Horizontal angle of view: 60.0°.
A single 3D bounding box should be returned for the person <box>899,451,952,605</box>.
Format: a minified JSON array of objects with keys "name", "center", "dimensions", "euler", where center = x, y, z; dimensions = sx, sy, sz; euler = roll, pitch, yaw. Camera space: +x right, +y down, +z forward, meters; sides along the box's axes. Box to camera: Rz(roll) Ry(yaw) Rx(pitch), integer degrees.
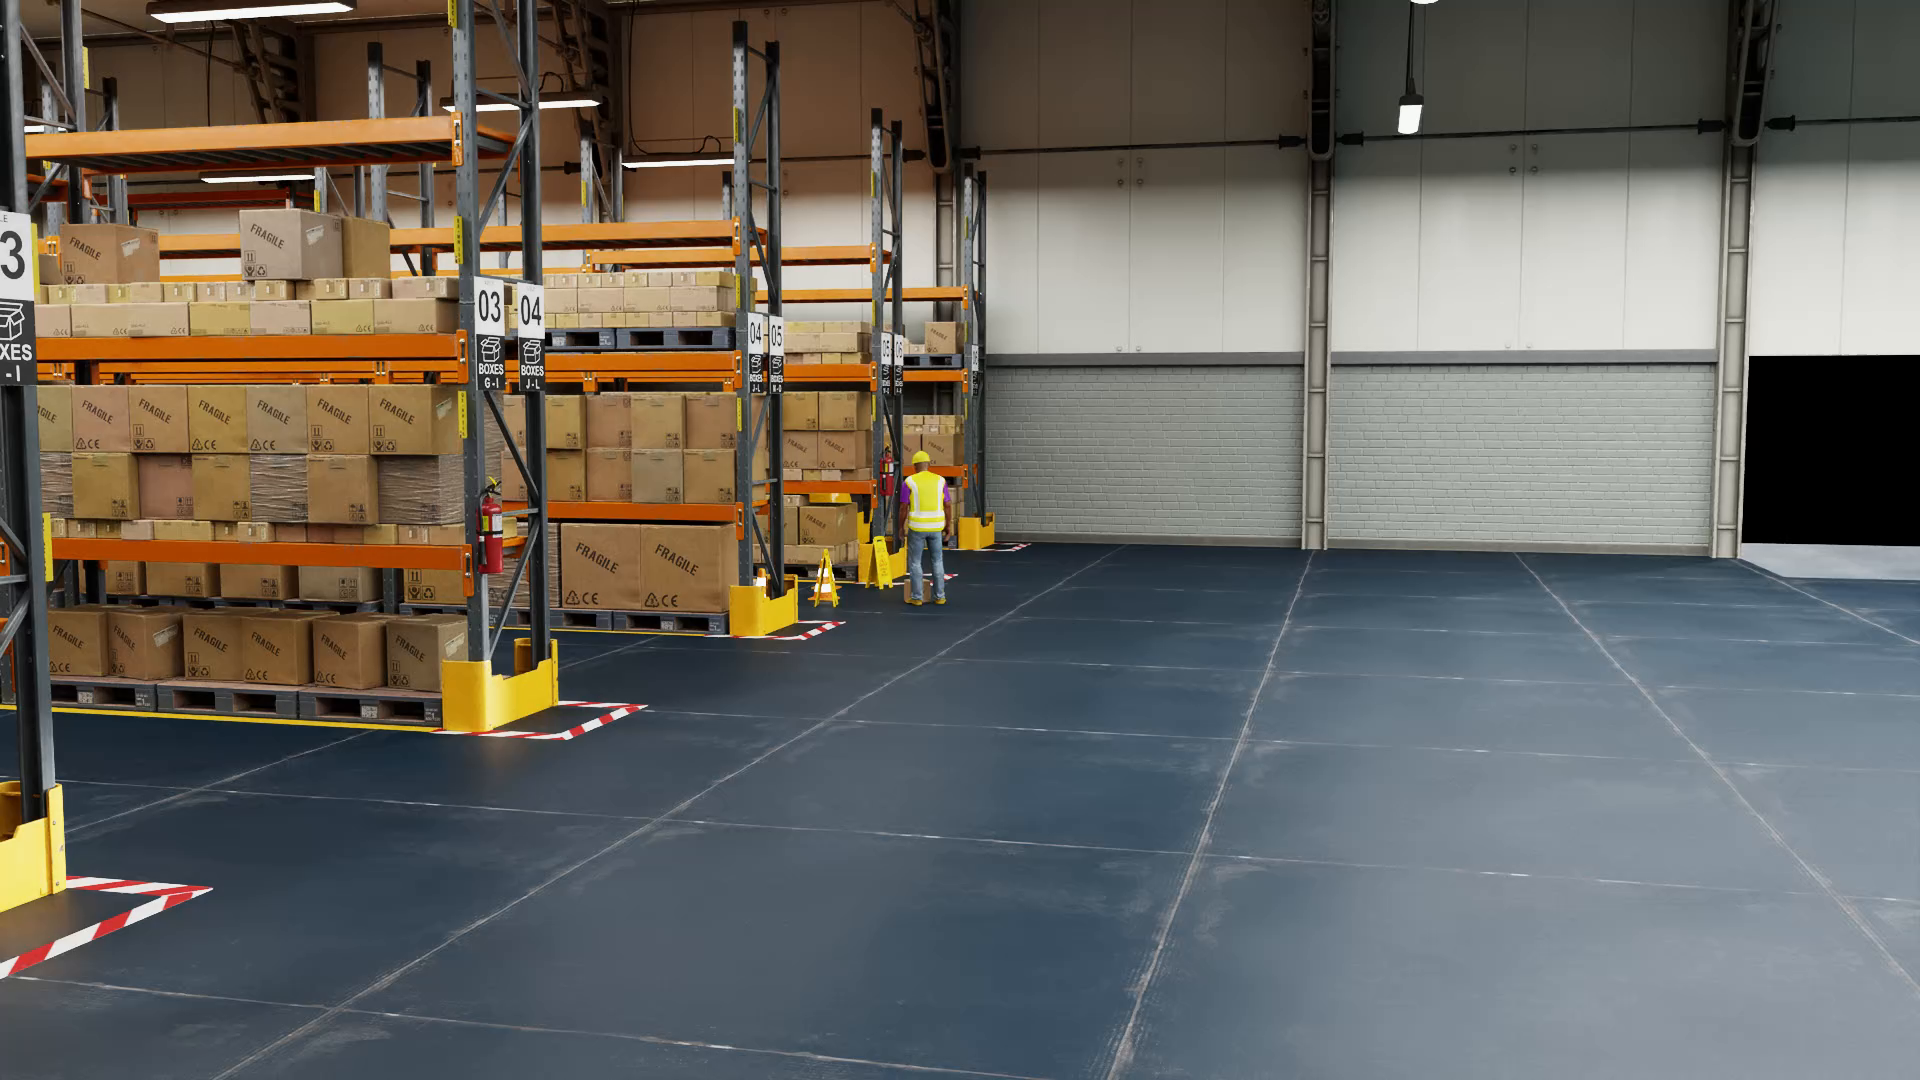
[{"name":"person","center":[-0.405,-0.140,19.093],"dimensions":[0.626,1.760,0.461],"euler":[-1,5,-17]}]
